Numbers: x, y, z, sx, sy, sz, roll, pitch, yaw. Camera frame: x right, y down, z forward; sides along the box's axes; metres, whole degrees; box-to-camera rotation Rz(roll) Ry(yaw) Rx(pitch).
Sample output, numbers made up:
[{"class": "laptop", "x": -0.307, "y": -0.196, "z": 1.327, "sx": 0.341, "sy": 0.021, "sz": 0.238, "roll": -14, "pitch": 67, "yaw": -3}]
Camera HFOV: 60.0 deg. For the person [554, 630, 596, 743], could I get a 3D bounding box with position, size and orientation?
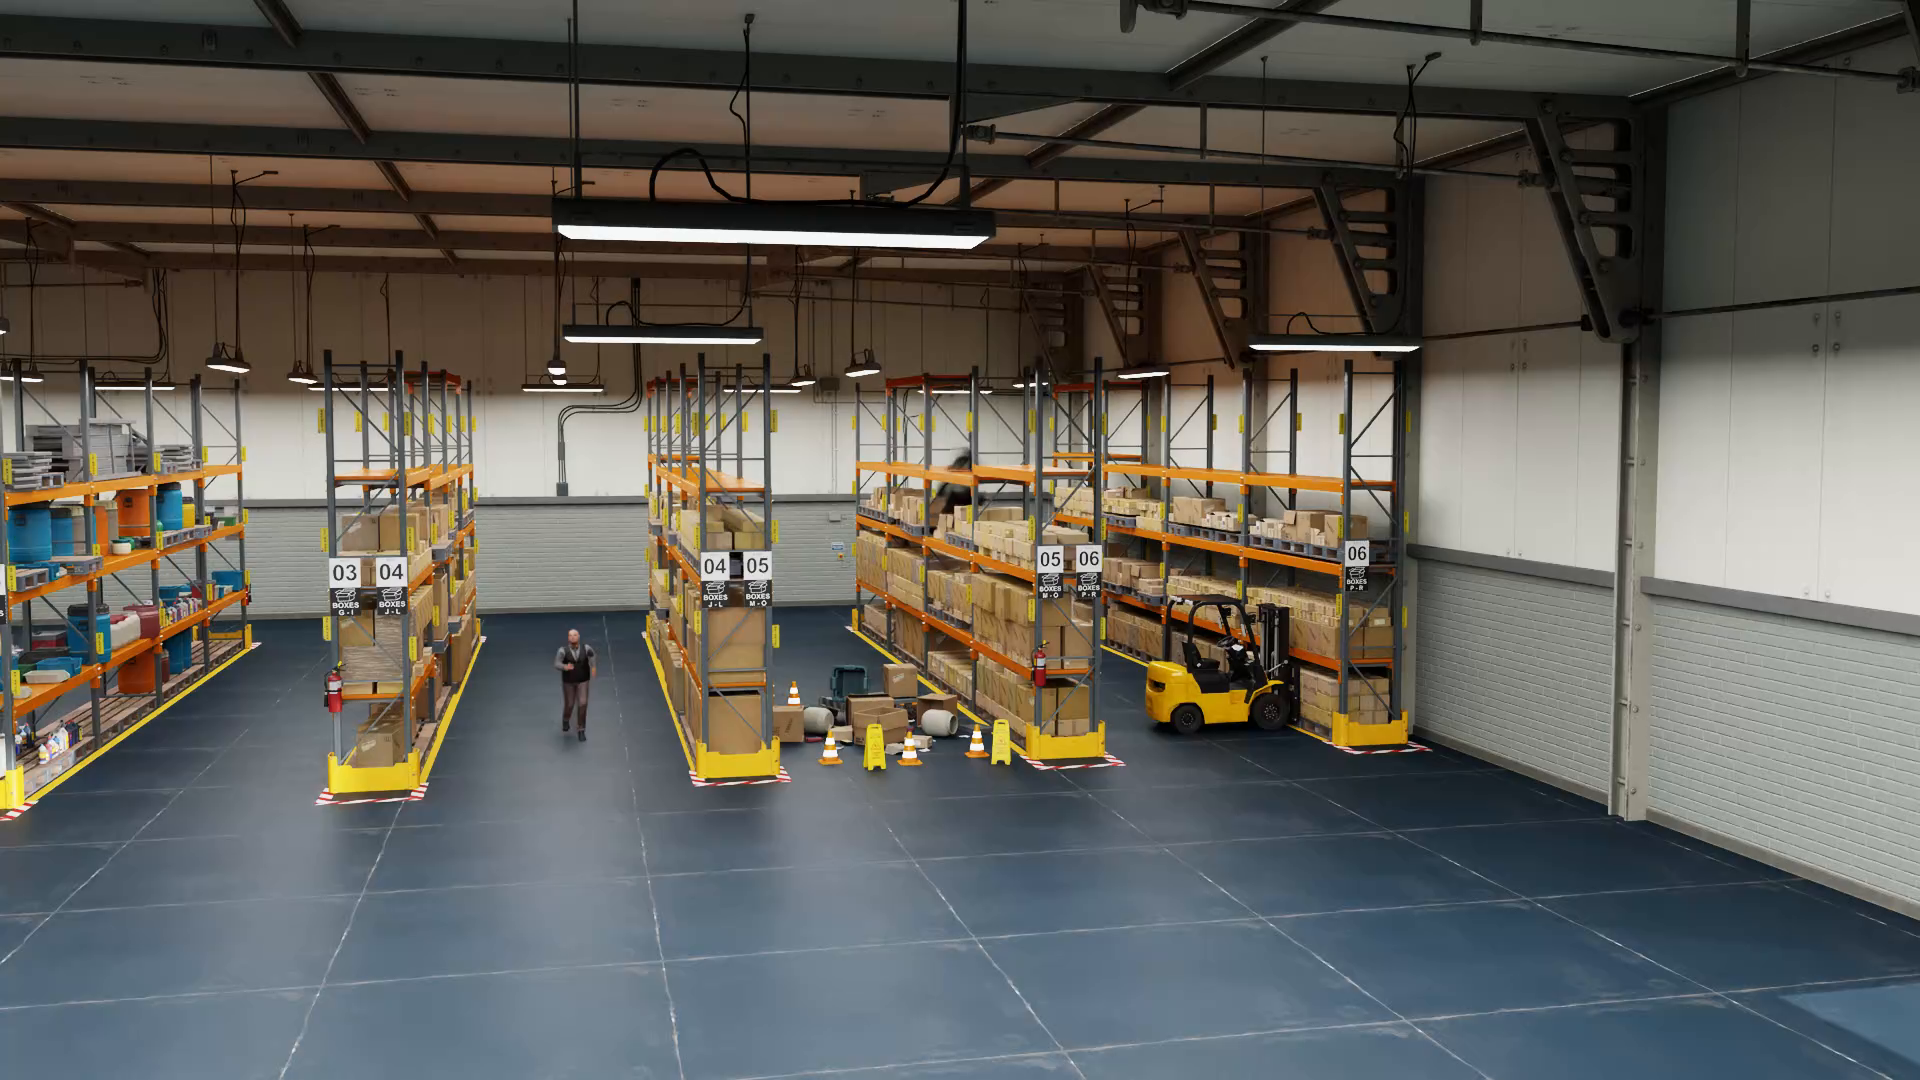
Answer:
[{"class": "person", "x": -6.140, "y": 2.294, "z": 26.552, "sx": 0.665, "sy": 1.757, "sz": 0.945, "roll": -1, "pitch": 4, "yaw": -16}]
